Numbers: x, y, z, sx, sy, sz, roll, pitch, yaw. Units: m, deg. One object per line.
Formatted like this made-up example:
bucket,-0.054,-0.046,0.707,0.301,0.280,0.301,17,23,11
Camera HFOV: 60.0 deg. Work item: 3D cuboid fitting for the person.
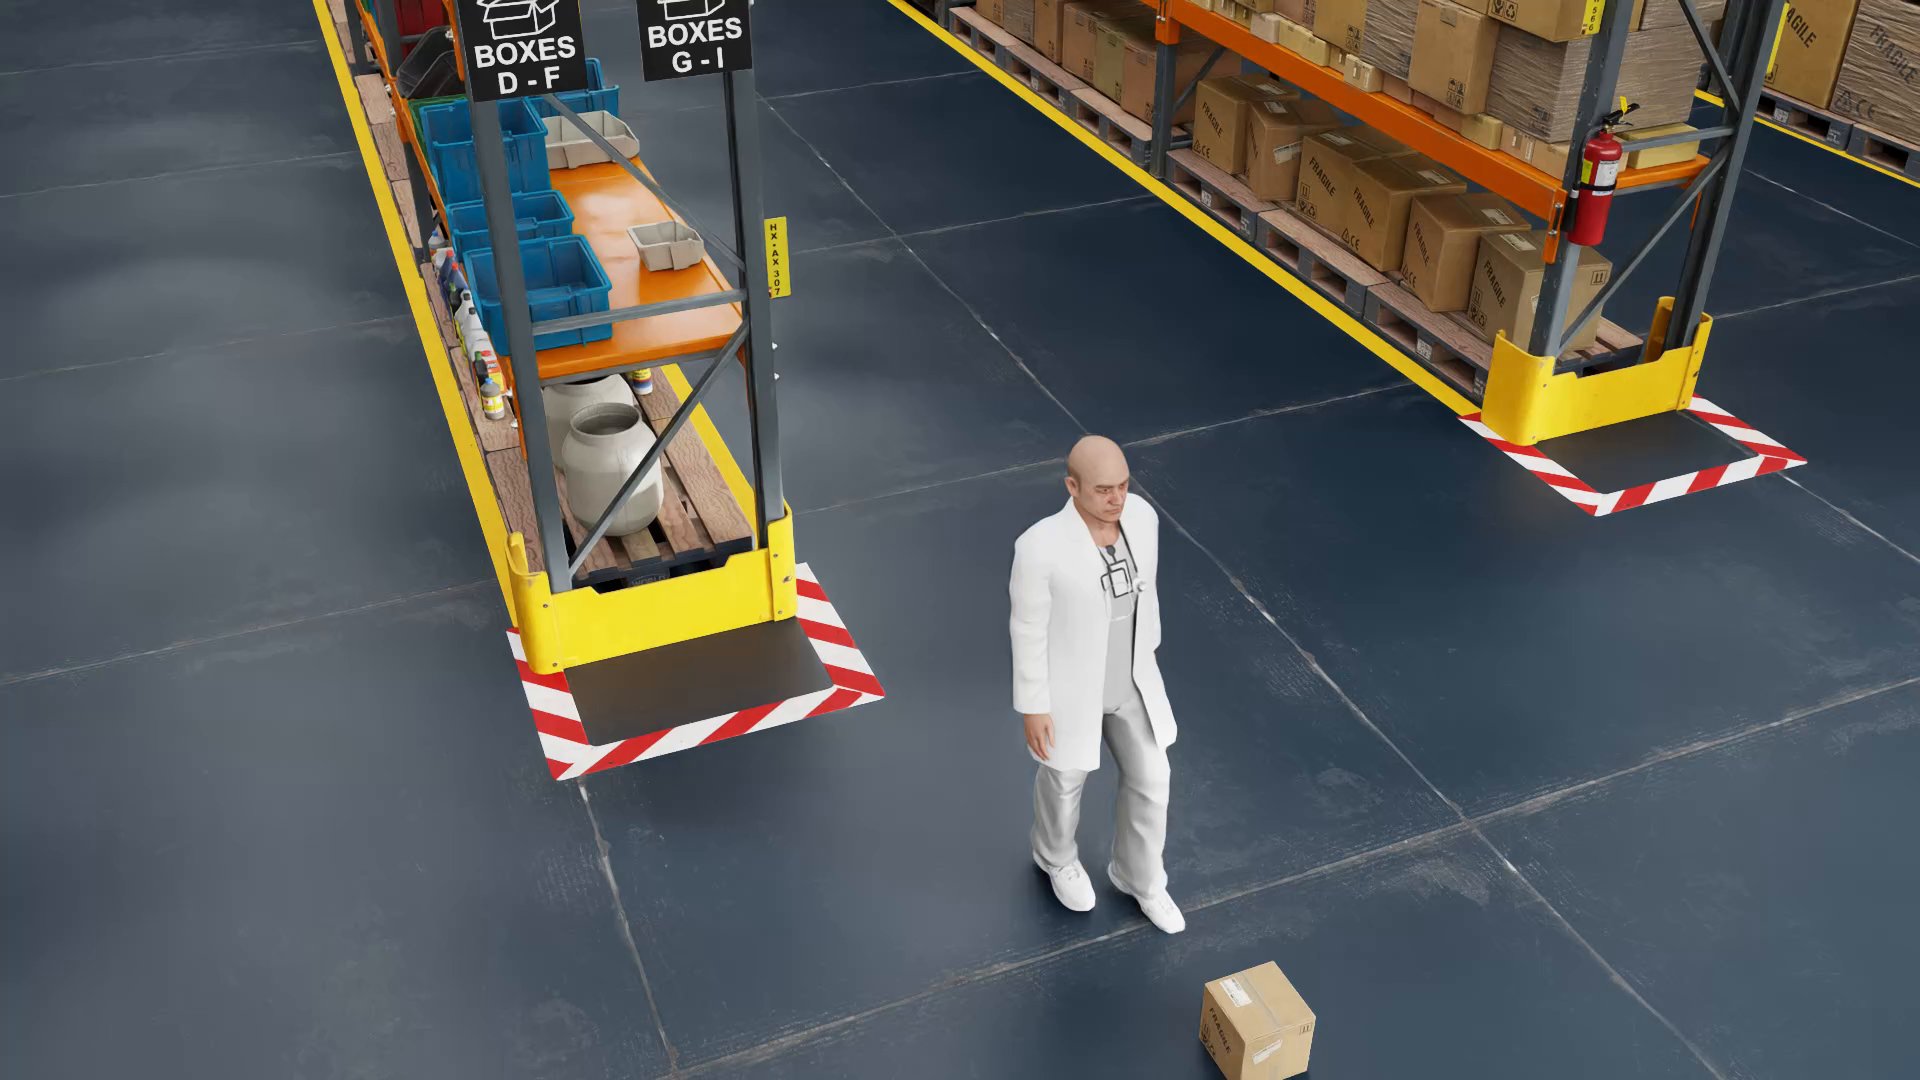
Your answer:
person,0.474,0.530,5.373,0.613,1.848,0.592,-16,36,-23
